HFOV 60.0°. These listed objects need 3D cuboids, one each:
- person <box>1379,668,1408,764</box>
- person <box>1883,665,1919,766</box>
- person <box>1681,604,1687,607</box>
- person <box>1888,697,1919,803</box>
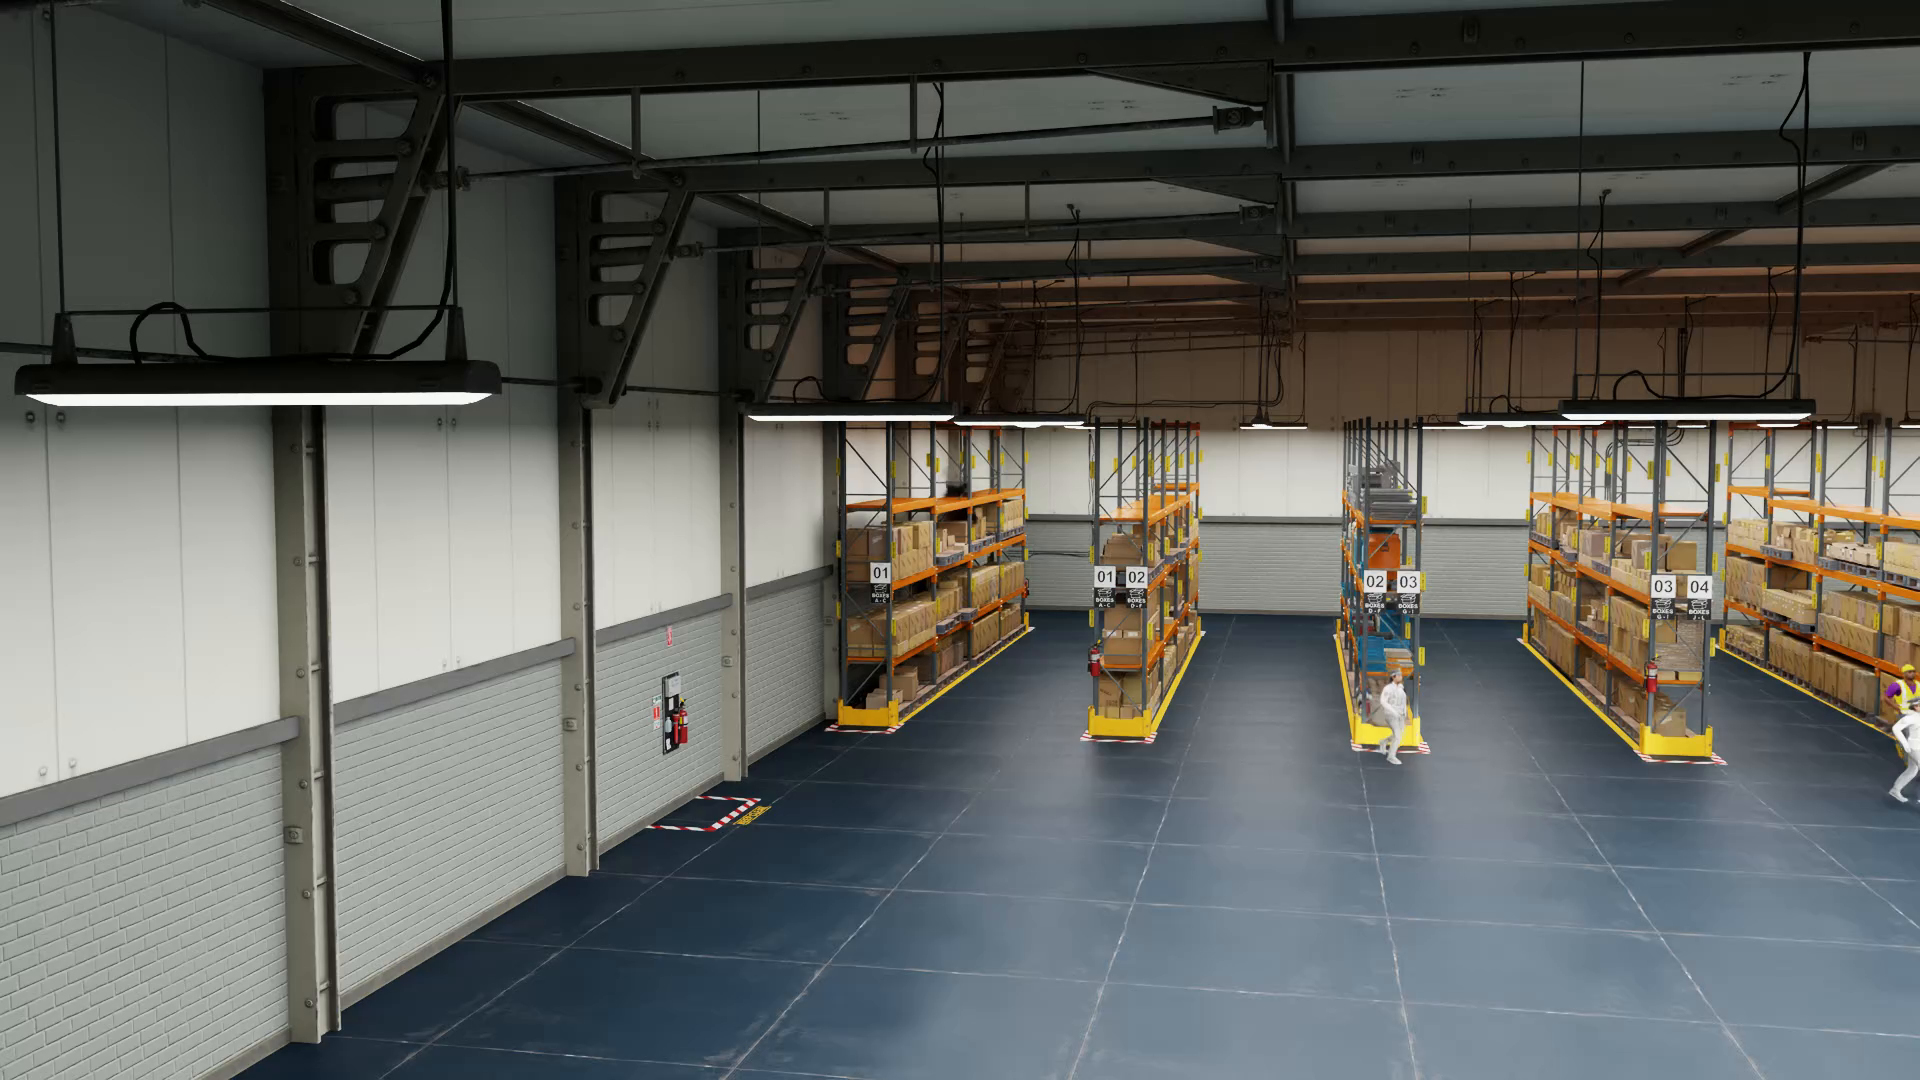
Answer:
[{"bbox_3d":[7.521,3.032,28.932,0.659,1.653,0.582,-3,5,-38],"label":"person"},{"bbox_3d":[16.327,3.019,28.657,0.726,1.755,0.637,0,4,-5],"label":"person"},{"bbox_3d":[19.394,1.960,44.702,0.867,1.717,0.758,-2,4,-25],"label":"person"},{"bbox_3d":[14.558,3.234,25.321,0.583,1.745,0.742,-3,5,-42],"label":"person"}]
